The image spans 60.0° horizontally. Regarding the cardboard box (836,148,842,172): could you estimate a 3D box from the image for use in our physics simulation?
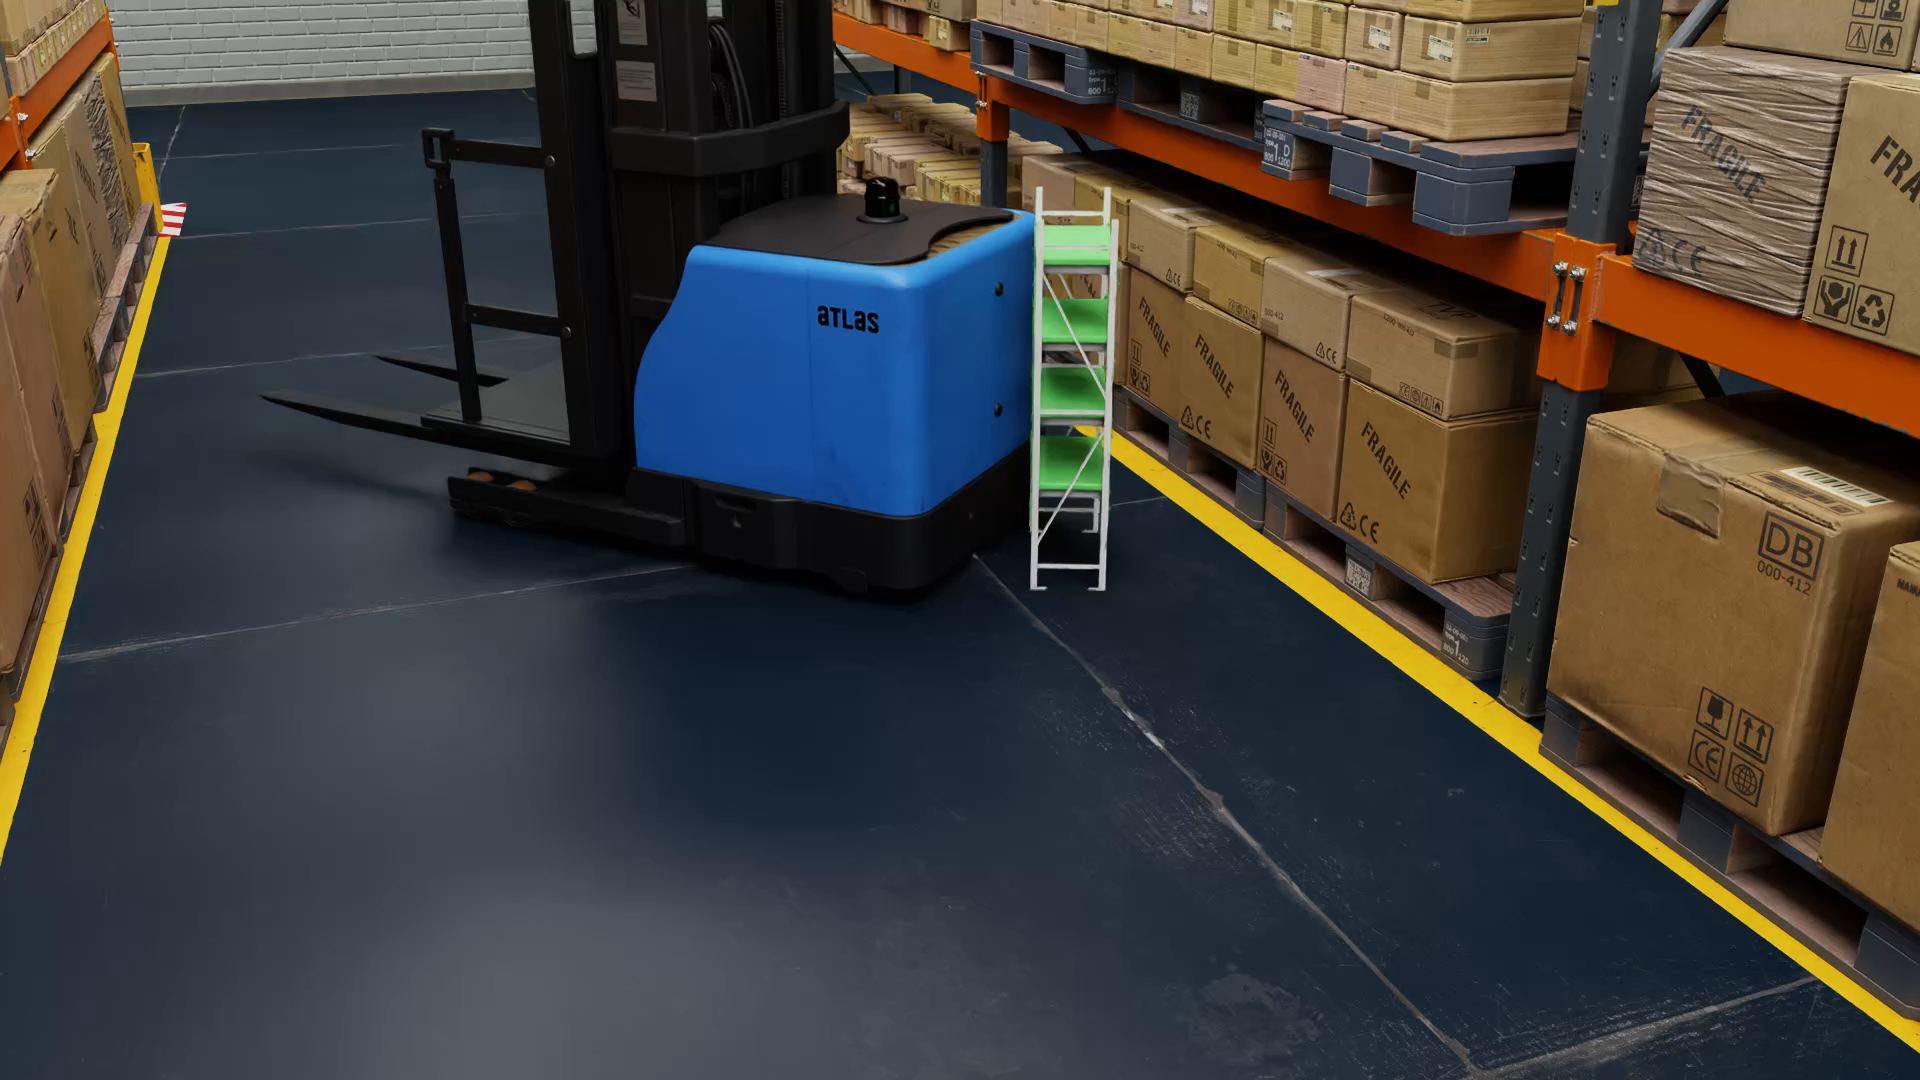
[{"bbox_3d":[-0.681,-2.379,10.280,0.380,0.149,0.250,-8,24,-17],"label":"cardboard box"}]

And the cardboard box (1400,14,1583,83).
[{"bbox_3d":[1.397,-1.305,4.385,0.380,0.149,0.250,-8,24,-18],"label":"cardboard box"}]

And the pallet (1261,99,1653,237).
[{"bbox_3d":[1.646,-1.129,4.815,1.213,0.211,1.003,-8,24,-19],"label":"pallet"}]

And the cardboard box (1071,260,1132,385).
[{"bbox_3d":[0.786,-0.972,6.871,0.500,0.500,0.500,-7,24,-17],"label":"cardboard box"}]

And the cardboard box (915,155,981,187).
[{"bbox_3d":[-0.025,-1.956,8.893,0.380,0.149,0.250,-8,24,-17],"label":"cardboard box"}]

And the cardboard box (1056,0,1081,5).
[{"bbox_3d":[0.571,-2.153,6.397,0.380,0.149,0.250,-9,25,-21],"label":"cardboard box"}]

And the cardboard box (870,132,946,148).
[{"bbox_3d":[-0.299,-2.244,9.575,0.380,0.149,0.250,-8,24,-19],"label":"cardboard box"}]

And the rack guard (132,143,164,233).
[{"bbox_3d":[-5.513,-2.093,10.073,1.175,0.500,0.348,-8,24,-19],"label":"rack guard"}]

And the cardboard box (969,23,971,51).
[{"bbox_3d":[0.265,-2.383,7.865,0.380,0.149,0.250,-9,24,-20],"label":"cardboard box"}]

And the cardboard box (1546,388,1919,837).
[{"bbox_3d":[2.129,0.103,3.999,1.050,0.750,0.750,-9,24,-20],"label":"cardboard box"}]

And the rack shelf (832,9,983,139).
[{"bbox_3d":[-0.122,-2.822,9.510,1.077,0.370,4.000,-8,24,-19],"label":"rack shelf"}]

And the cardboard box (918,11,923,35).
[{"bbox_3d":[0.006,-2.670,8.546,0.380,0.149,0.250,-9,24,-20],"label":"cardboard box"}]

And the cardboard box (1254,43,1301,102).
[{"bbox_3d":[1.132,-1.442,5.093,0.380,0.149,0.250,-9,24,-20],"label":"cardboard box"}]

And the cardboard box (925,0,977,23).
[{"bbox_3d":[0.149,-2.747,7.894,0.500,0.500,0.500,-8,24,-19],"label":"cardboard box"}]

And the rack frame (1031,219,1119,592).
[{"bbox_3d":[0.348,-0.392,5.134,0.240,1.200,0.015,1,23,2],"label":"rack frame"}]

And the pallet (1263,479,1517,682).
[{"bbox_3d":[1.723,0.027,5.413,1.003,0.211,1.213,-8,24,-19],"label":"pallet"}]

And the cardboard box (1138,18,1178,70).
[{"bbox_3d":[0.846,-1.733,5.782,0.380,0.149,0.250,-10,25,-21],"label":"cardboard box"}]

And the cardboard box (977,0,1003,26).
[{"bbox_3d":[0.293,-2.298,7.124,0.380,0.149,0.250,-10,25,-22],"label":"cardboard box"}]

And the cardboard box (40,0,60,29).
[{"bbox_3d":[-4.371,-2.427,7.455,0.500,0.250,0.500,-8,24,-18],"label":"cardboard box"}]

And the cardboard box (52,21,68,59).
[{"bbox_3d":[-4.343,-2.291,7.648,0.380,0.149,0.250,-8,24,-18],"label":"cardboard box"}]

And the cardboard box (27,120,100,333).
[{"bbox_3d":[-4.250,-1.248,7.045,0.875,0.875,0.875,-8,24,-19],"label":"cardboard box"}]

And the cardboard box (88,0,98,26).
[{"bbox_3d":[-4.889,-2.850,8.974,0.380,0.149,0.250,-8,24,-19],"label":"cardboard box"}]

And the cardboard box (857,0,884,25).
[{"bbox_3d":[-0.355,-2.941,9.189,0.380,0.149,0.250,-8,24,-18],"label":"cardboard box"}]

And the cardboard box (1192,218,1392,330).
[{"bbox_3d":[1.157,-0.942,5.835,0.500,0.250,0.500,-8,24,-18],"label":"cardboard box"}]

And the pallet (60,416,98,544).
[{"bbox_3d":[-3.748,-0.228,6.019,1.003,0.211,1.213,-8,24,-19],"label":"pallet"}]

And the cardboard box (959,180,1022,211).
[{"bbox_3d":[0.215,-1.674,8.224,0.380,0.149,0.250,-8,24,-17],"label":"cardboard box"}]

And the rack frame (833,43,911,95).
[{"bbox_3d":[-0.828,-3.880,11.094,1.000,3.000,0.127,-8,24,-19],"label":"rack frame"}]

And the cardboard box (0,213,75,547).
[{"bbox_3d":[-3.530,-0.443,5.134,1.225,0.875,0.875,-9,25,-21],"label":"cardboard box"}]

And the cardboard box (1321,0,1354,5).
[{"bbox_3d":[1.216,-1.627,4.766,0.380,0.149,0.250,-8,24,-17],"label":"cardboard box"}]

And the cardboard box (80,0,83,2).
[{"bbox_3d":[-4.906,-2.980,8.769,0.500,0.250,0.500,-9,24,-20],"label":"cardboard box"}]

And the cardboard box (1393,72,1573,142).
[{"bbox_3d":[1.393,-1.167,4.440,0.380,0.149,0.250,-8,24,-18],"label":"cardboard box"}]

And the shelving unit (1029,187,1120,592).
[{"bbox_3d":[0.357,-0.486,5.359,0.258,1.200,0.503,1,23,2],"label":"shelving unit"}]

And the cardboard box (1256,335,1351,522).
[{"bbox_3d":[1.341,-0.408,5.533,0.500,0.500,0.500,-7,24,-17],"label":"cardboard box"}]

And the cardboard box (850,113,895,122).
[{"bbox_3d":[-0.617,-2.526,10.244,0.380,0.149,0.250,-10,25,-22],"label":"cardboard box"}]

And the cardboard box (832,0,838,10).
[{"bbox_3d":[-0.554,-3.233,9.881,0.380,0.149,0.250,-9,24,-20],"label":"cardboard box"}]

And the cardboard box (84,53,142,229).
[{"bbox_3d":[-5.203,-2.229,9.372,0.875,0.875,0.875,-8,24,-19],"label":"cardboard box"}]

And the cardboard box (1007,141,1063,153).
[{"bbox_3d":[0.353,-2.123,9.289,0.380,0.149,0.250,-8,24,-18],"label":"cardboard box"}]

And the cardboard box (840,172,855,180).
[{"bbox_3d":[-0.513,-2.165,10.155,0.380,0.149,0.250,-8,24,-19],"label":"cardboard box"}]

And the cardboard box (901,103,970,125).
[{"bbox_3d":[-0.159,-2.701,10.660,0.380,0.149,0.250,-9,24,-20],"label":"cardboard box"}]

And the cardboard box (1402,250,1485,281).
[{"bbox_3d":[1.801,-0.829,5.566,0.500,0.250,0.500,-9,24,-20],"label":"cardboard box"}]

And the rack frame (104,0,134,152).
[{"bbox_3d":[-5.504,-3.236,9.567,1.000,3.000,0.127,-8,24,-19],"label":"rack frame"}]

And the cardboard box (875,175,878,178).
[{"bbox_3d":[-0.278,-2.104,9.626,0.380,0.149,0.250,-7,24,-16],"label":"cardboard box"}]

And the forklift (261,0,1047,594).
[{"bbox_3d":[-1.245,-1.562,5.683,3.031,2.935,1.130,11,25,25],"label":"forklift"}]

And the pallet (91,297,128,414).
[{"bbox_3d":[-4.287,-0.785,7.341,1.003,0.211,1.213,-8,24,-19],"label":"pallet"}]

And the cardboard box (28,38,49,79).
[{"bbox_3d":[-4.071,-2.011,6.984,0.380,0.149,0.250,-8,24,-17],"label":"cardboard box"}]

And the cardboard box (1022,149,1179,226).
[{"bbox_3d":[0.599,-1.509,7.181,0.500,0.250,0.500,-9,25,-21],"label":"cardboard box"}]

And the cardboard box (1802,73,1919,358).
[{"bbox_3d":[2.086,-0.635,3.266,0.500,0.500,0.500,-9,24,-19],"label":"cardboard box"}]

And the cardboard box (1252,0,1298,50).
[{"bbox_3d":[1.118,-1.588,5.056,0.380,0.149,0.250,-8,24,-19],"label":"cardboard box"}]

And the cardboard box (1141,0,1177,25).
[{"bbox_3d":[0.848,-1.867,5.718,0.380,0.149,0.250,-9,24,-20],"label":"cardboard box"}]

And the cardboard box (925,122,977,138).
[{"bbox_3d":[0.010,-2.397,9.939,0.380,0.149,0.250,-9,25,-21],"label":"cardboard box"}]

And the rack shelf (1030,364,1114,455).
[{"bbox_3d":[0.357,-0.427,5.384,0.258,0.148,0.480,1,23,2],"label":"rack shelf"}]

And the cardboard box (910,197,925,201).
[{"bbox_3d":[-0.042,-1.706,8.683,0.380,0.149,0.250,-9,25,-21],"label":"cardboard box"}]

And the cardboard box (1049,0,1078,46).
[{"bbox_3d":[0.569,-2.016,6.453,0.380,0.149,0.250,-8,24,-18],"label":"cardboard box"}]

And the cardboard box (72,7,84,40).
[{"bbox_3d":[-4.616,-2.571,8.312,0.380,0.149,0.250,-8,24,-19],"label":"cardboard box"}]
